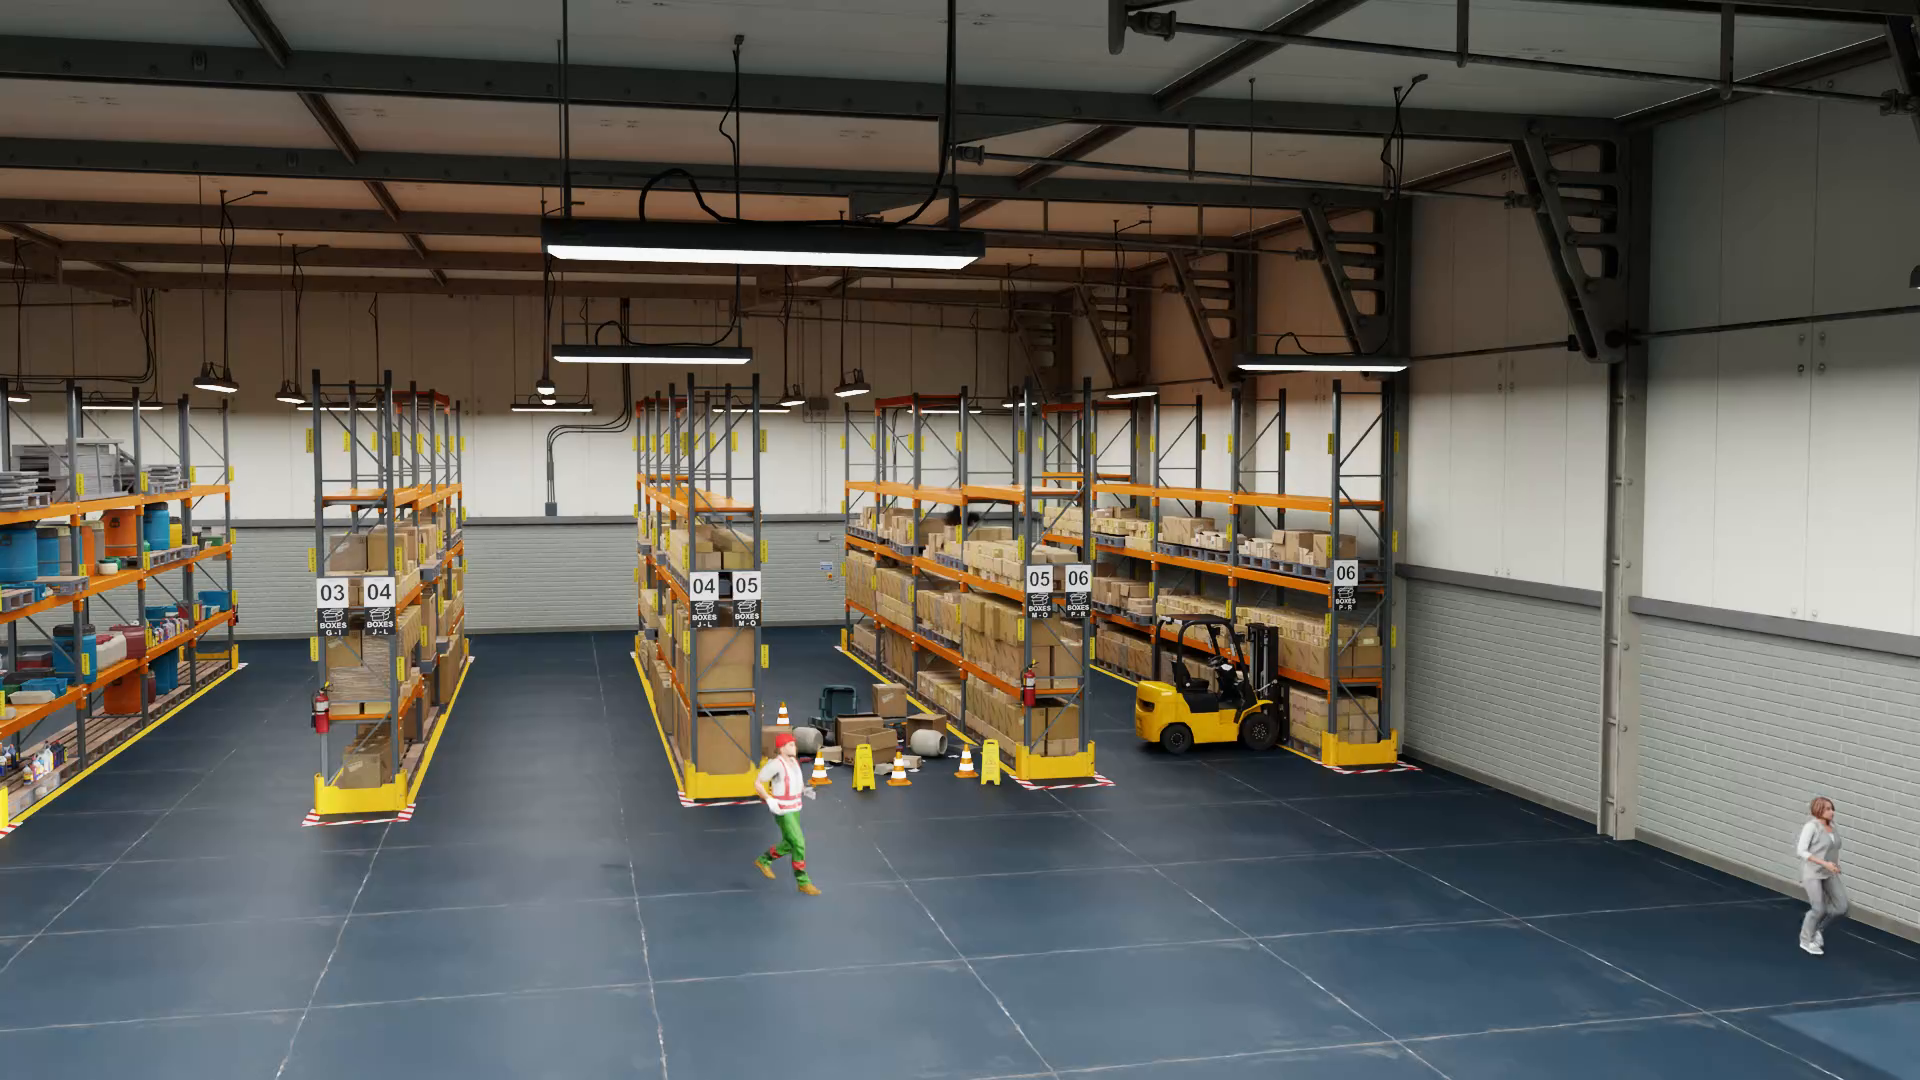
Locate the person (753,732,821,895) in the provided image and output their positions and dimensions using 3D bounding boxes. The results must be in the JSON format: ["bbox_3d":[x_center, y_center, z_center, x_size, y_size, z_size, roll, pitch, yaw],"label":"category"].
[{"bbox_3d":[-1.953,3.035,18.592,0.919,1.771,0.685,1,4,24],"label":"person"}]

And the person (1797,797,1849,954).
[{"bbox_3d":[8.405,3.280,16.196,0.538,1.564,0.536,-1,4,-20],"label":"person"}]
